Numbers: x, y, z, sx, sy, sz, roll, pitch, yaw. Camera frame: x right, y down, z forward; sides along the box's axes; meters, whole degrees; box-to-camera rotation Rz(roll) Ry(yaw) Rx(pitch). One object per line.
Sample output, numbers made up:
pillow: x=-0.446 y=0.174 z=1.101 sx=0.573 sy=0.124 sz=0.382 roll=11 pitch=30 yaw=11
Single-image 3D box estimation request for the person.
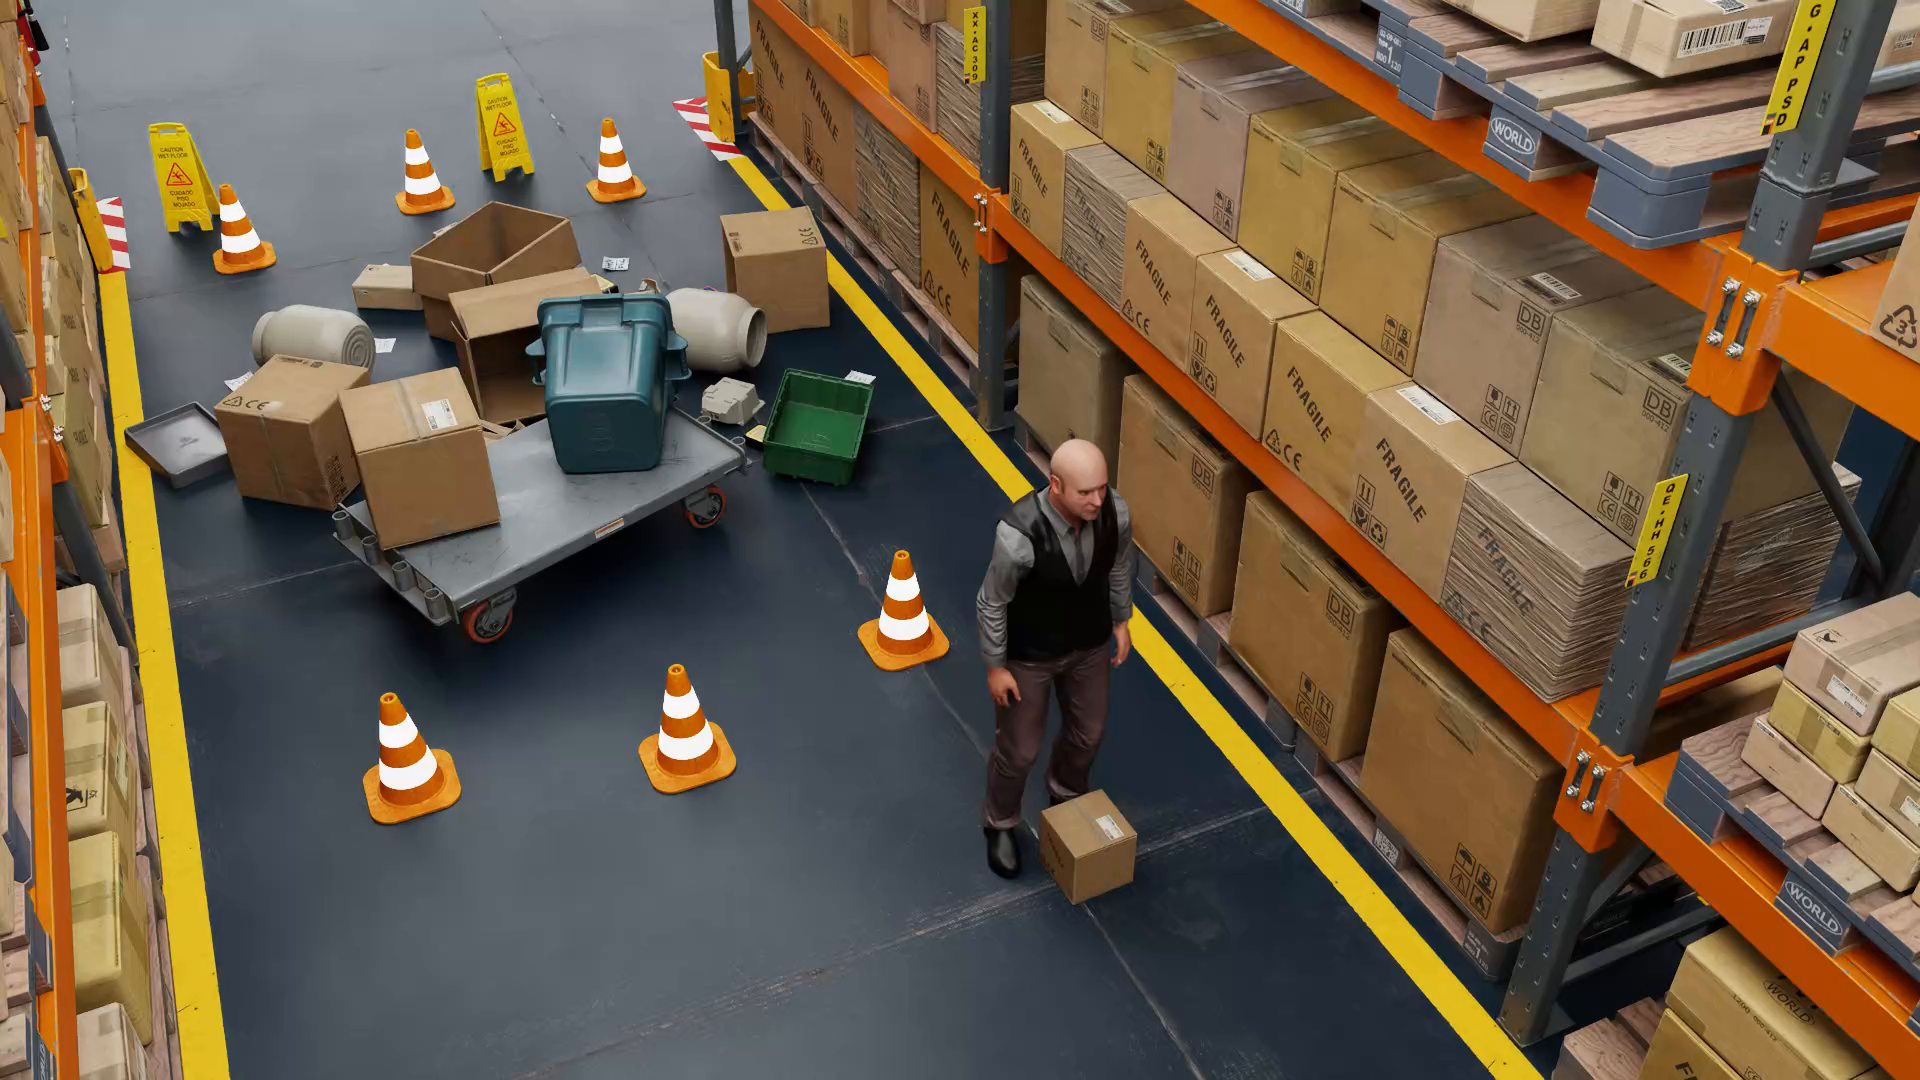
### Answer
person: x=0.318 y=0.333 z=5.680 sx=0.587 sy=1.665 sz=0.407 roll=-18 pitch=41 yaw=-22
